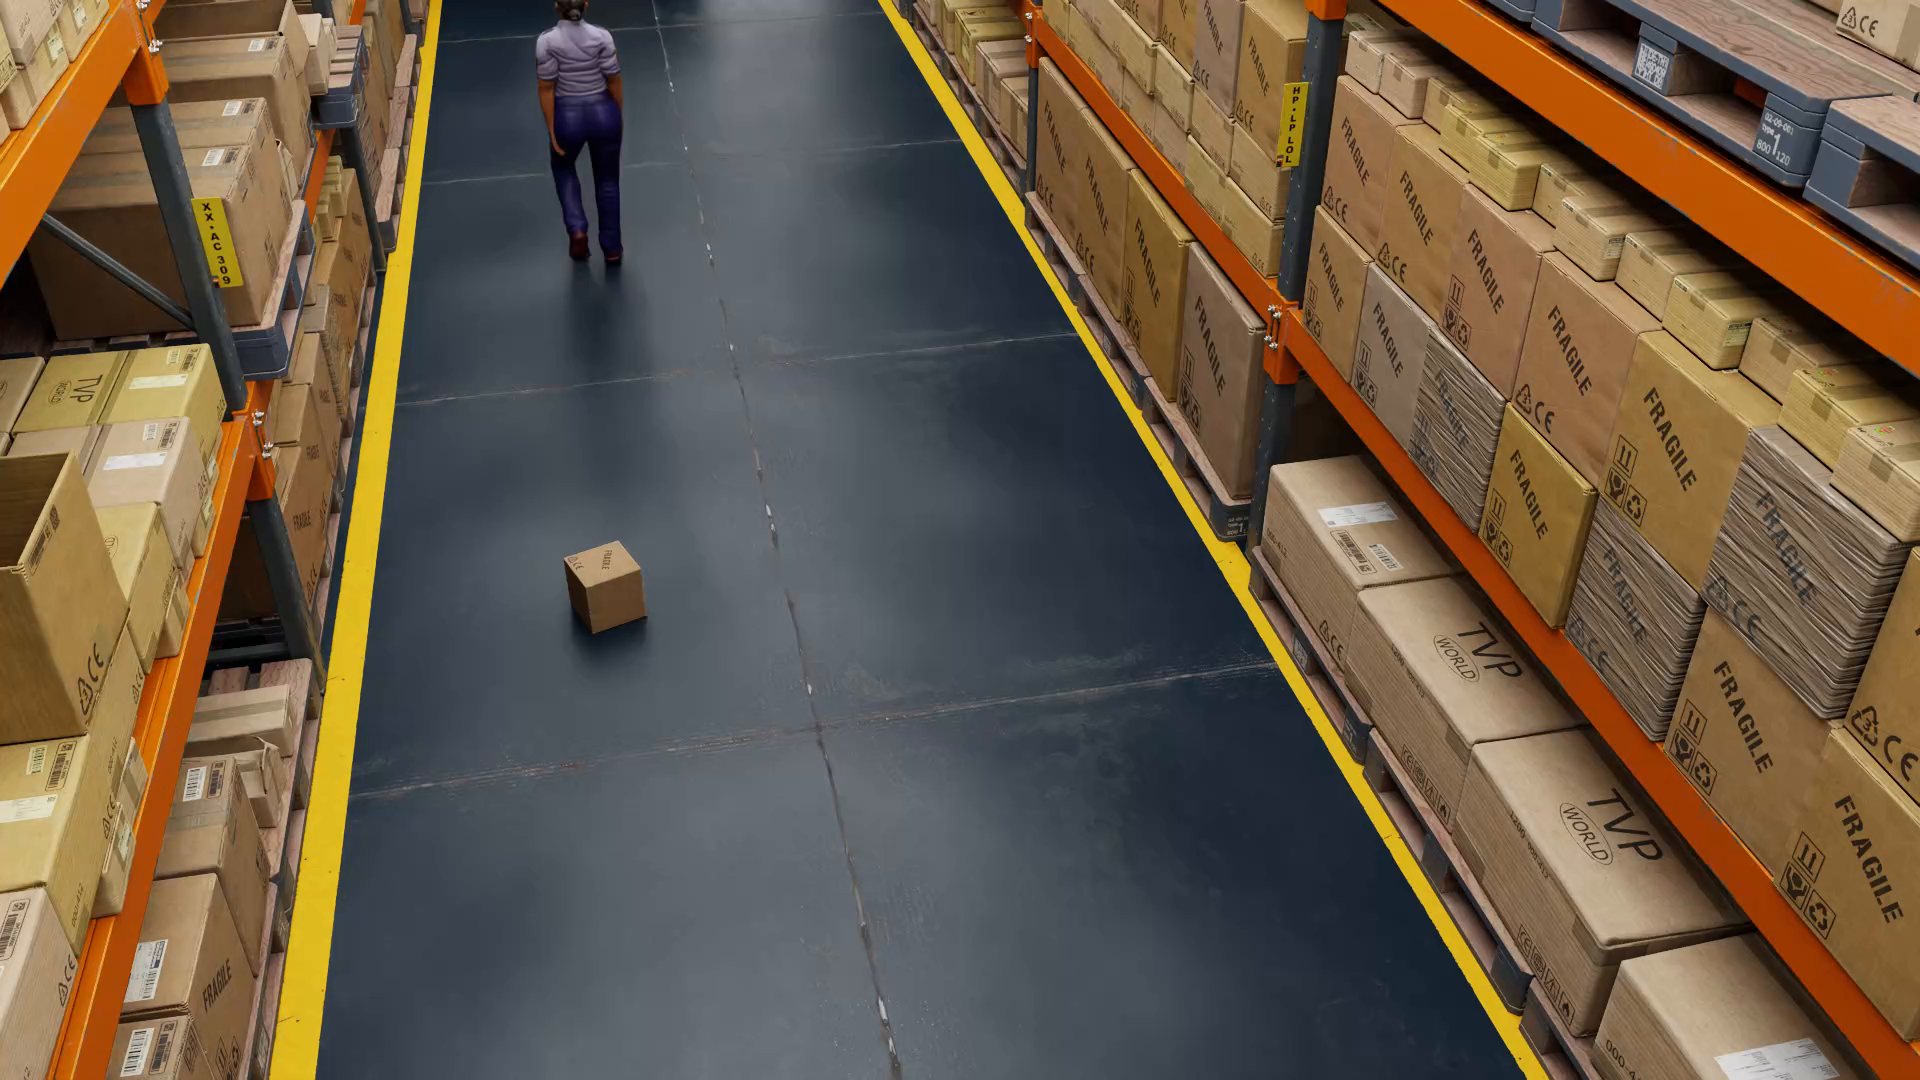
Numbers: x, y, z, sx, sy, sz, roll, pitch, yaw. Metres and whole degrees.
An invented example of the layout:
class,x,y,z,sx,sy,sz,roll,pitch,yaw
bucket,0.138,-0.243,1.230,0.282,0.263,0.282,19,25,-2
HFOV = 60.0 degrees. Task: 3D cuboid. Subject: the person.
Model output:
class,x,y,z,sx,sy,sz,roll,pitch,yaw
person,-2.180,-2.417,9.663,0.475,1.684,0.440,-8,35,-11
